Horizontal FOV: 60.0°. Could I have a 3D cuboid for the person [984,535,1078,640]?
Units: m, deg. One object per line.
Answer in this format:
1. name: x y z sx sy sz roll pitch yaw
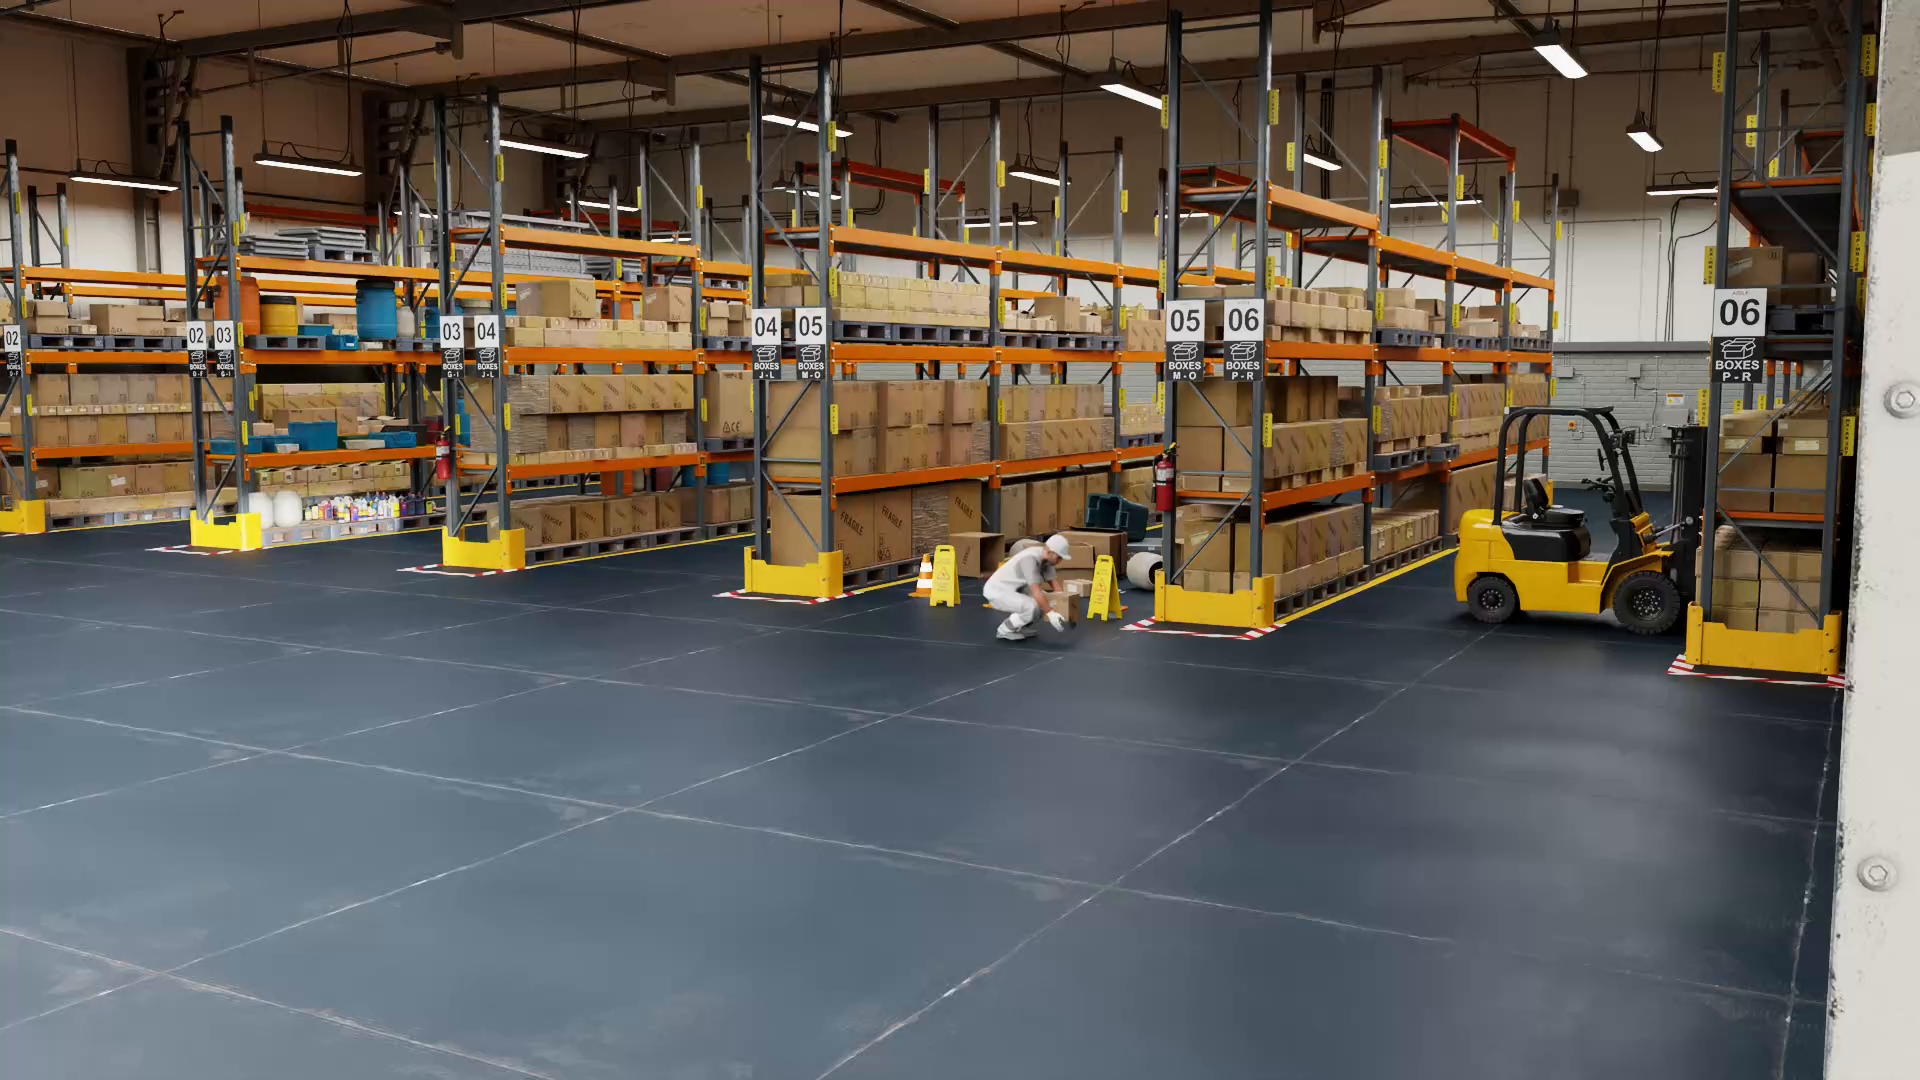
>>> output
1. person: 0.668 0.441 15.602 0.878 0.994 0.553 3 7 28
